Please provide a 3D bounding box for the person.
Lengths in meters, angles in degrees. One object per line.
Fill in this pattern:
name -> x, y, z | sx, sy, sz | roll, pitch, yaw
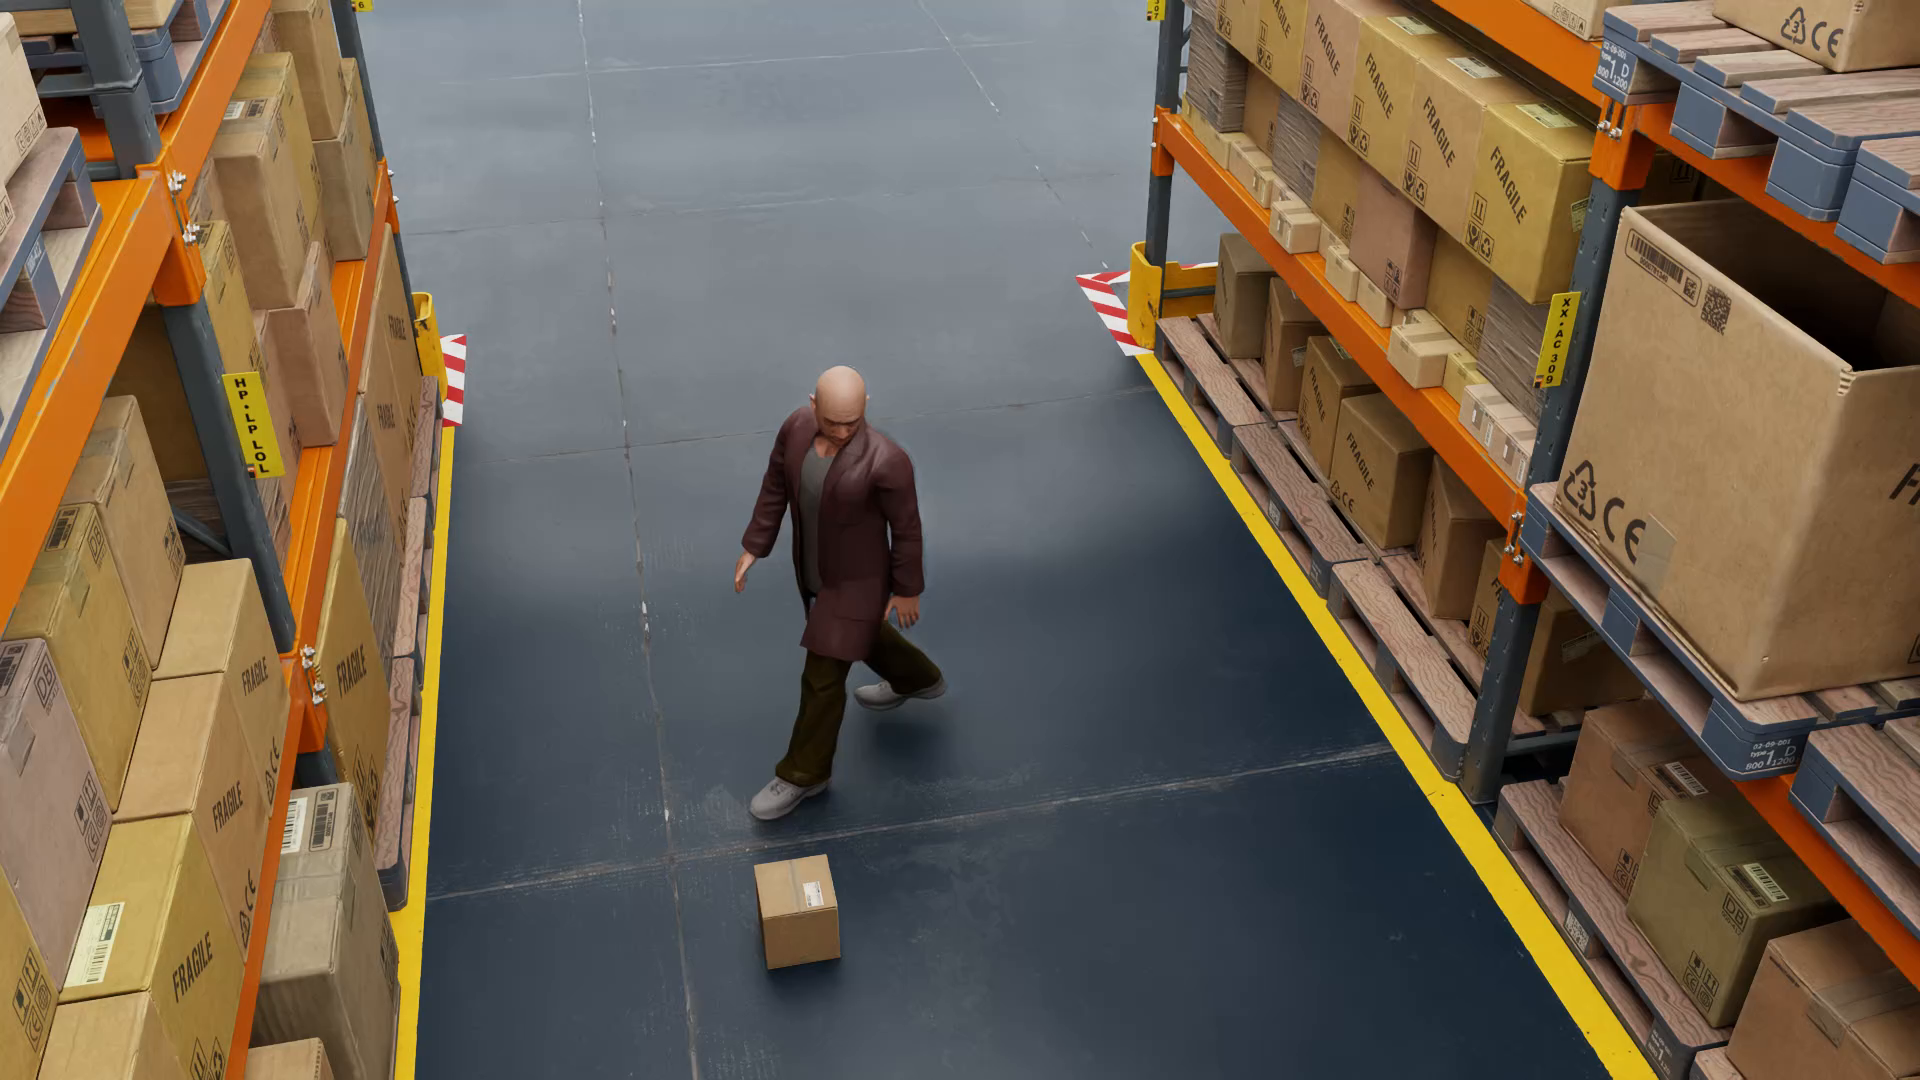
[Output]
person -> -0.453, 0.112, 5.998 | 1.006, 1.738, 0.621 | -25, 41, -32
